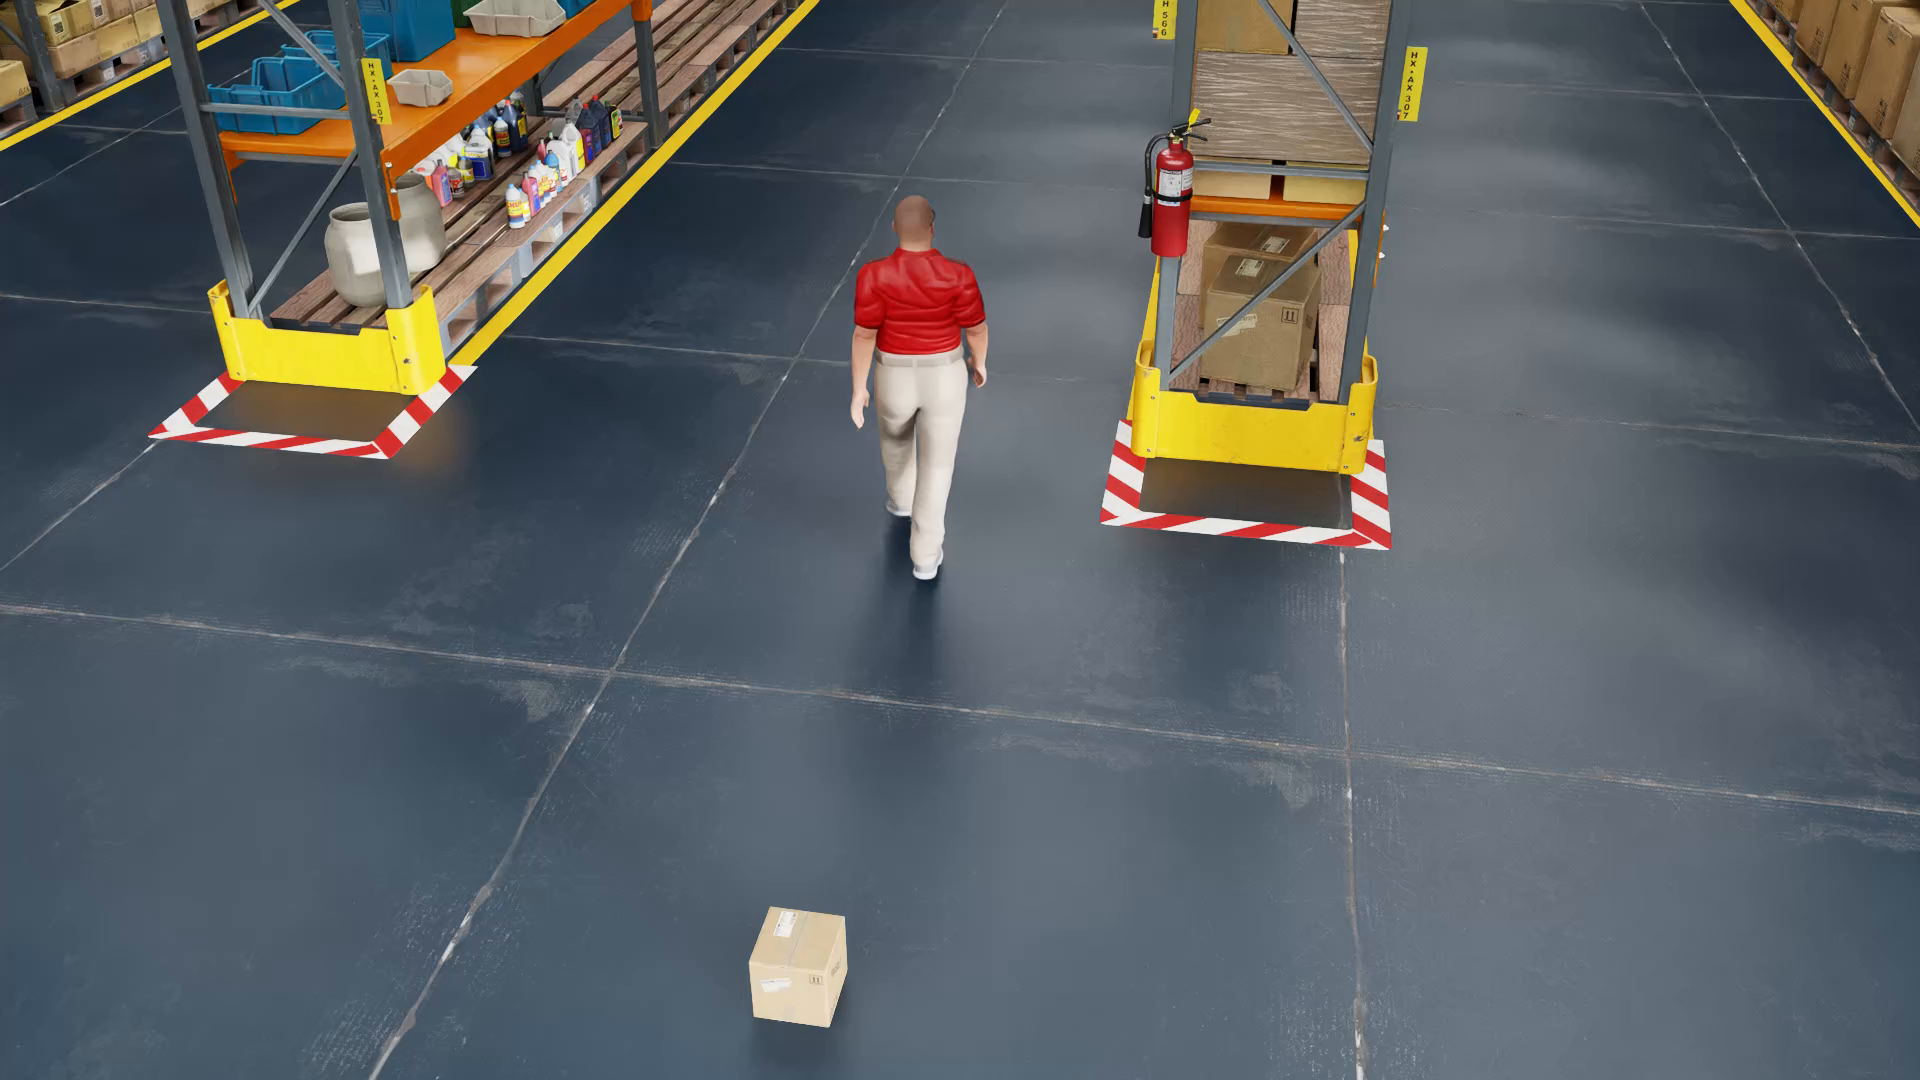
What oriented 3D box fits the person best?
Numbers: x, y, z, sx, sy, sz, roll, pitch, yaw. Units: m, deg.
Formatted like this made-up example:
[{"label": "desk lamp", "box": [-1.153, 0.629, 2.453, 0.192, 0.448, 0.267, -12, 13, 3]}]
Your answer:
[{"label": "person", "box": [-0.164, -0.710, 7.299, 0.578, 1.750, 0.816, 3, 32, 5]}]
